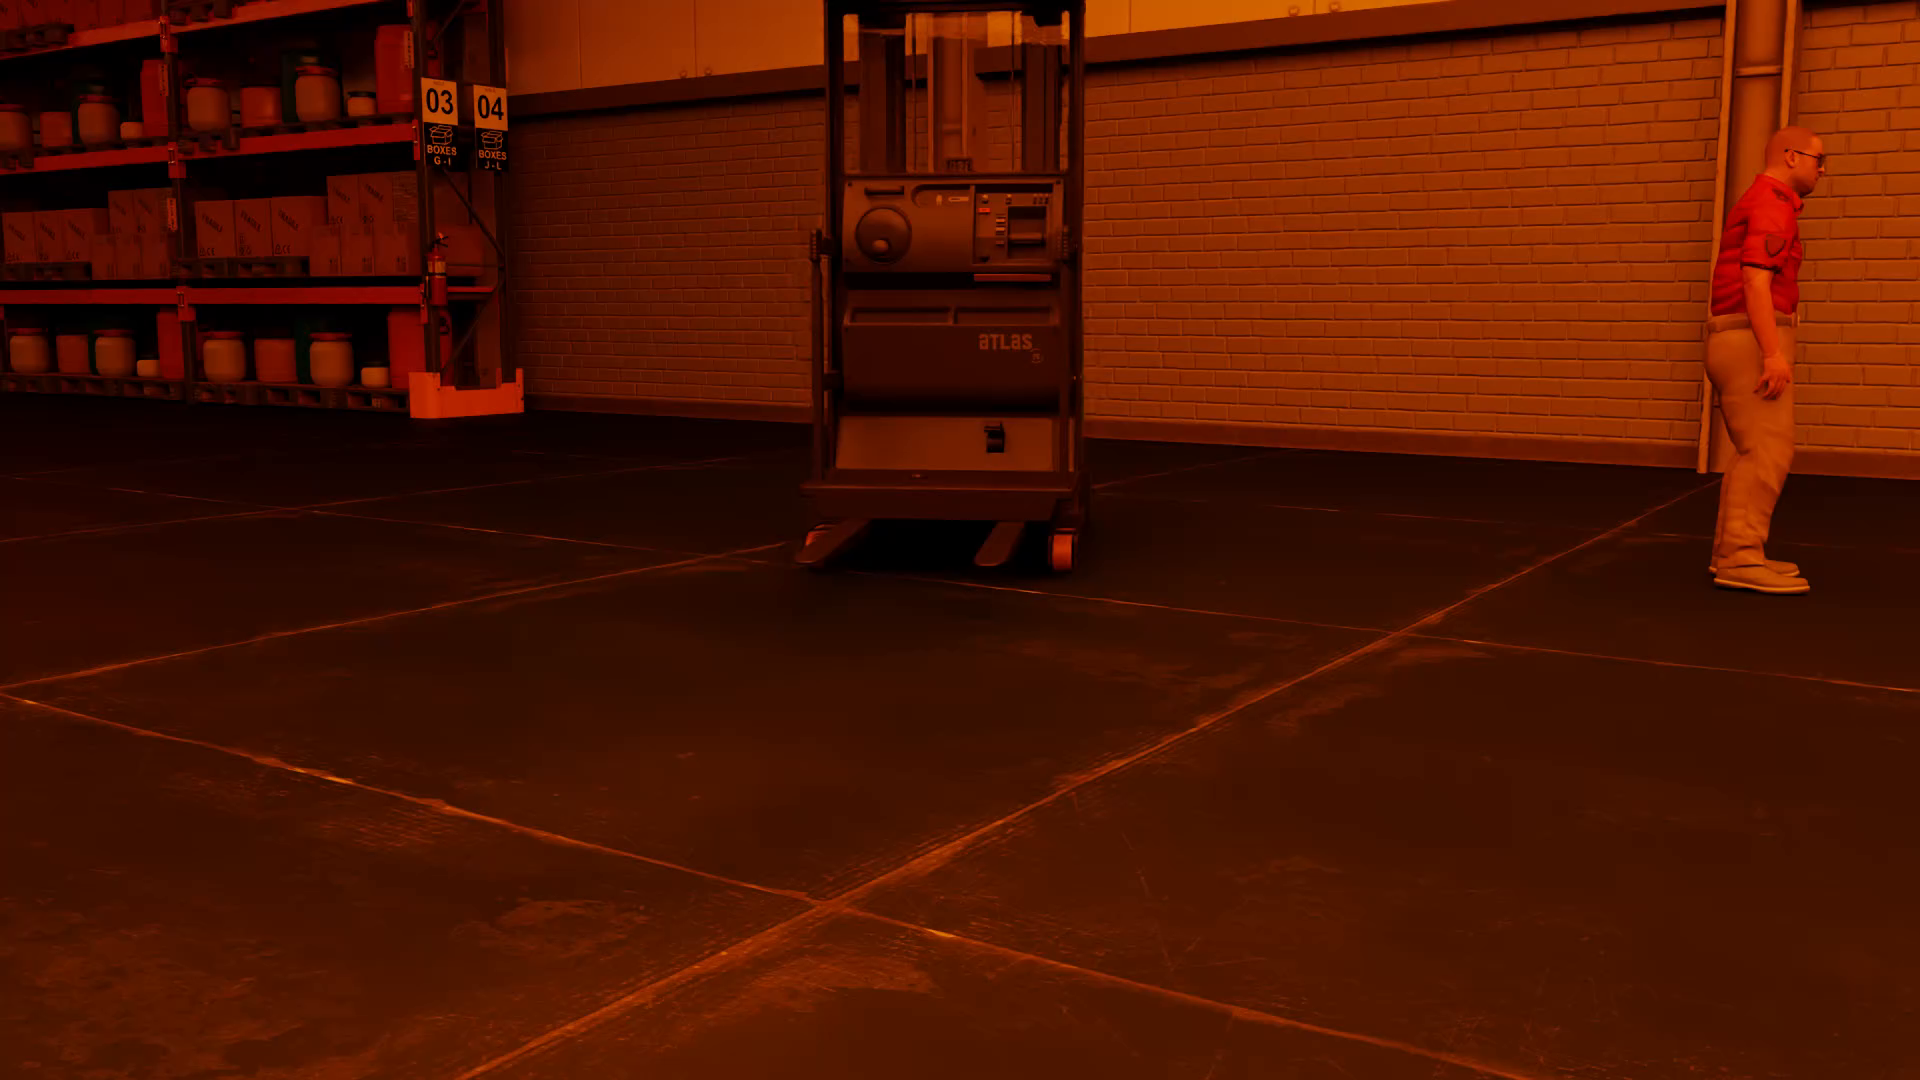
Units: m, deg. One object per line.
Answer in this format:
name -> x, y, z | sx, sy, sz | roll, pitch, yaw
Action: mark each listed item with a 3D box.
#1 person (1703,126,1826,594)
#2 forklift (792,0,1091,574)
person -> 3.052, -0.691, 6.328 | 0.397, 1.725, 0.587 | 3, 9, 20
forklift -> -0.051, -1.364, 6.788 | 1.130, 2.935, 3.031 | 1, 8, 6
